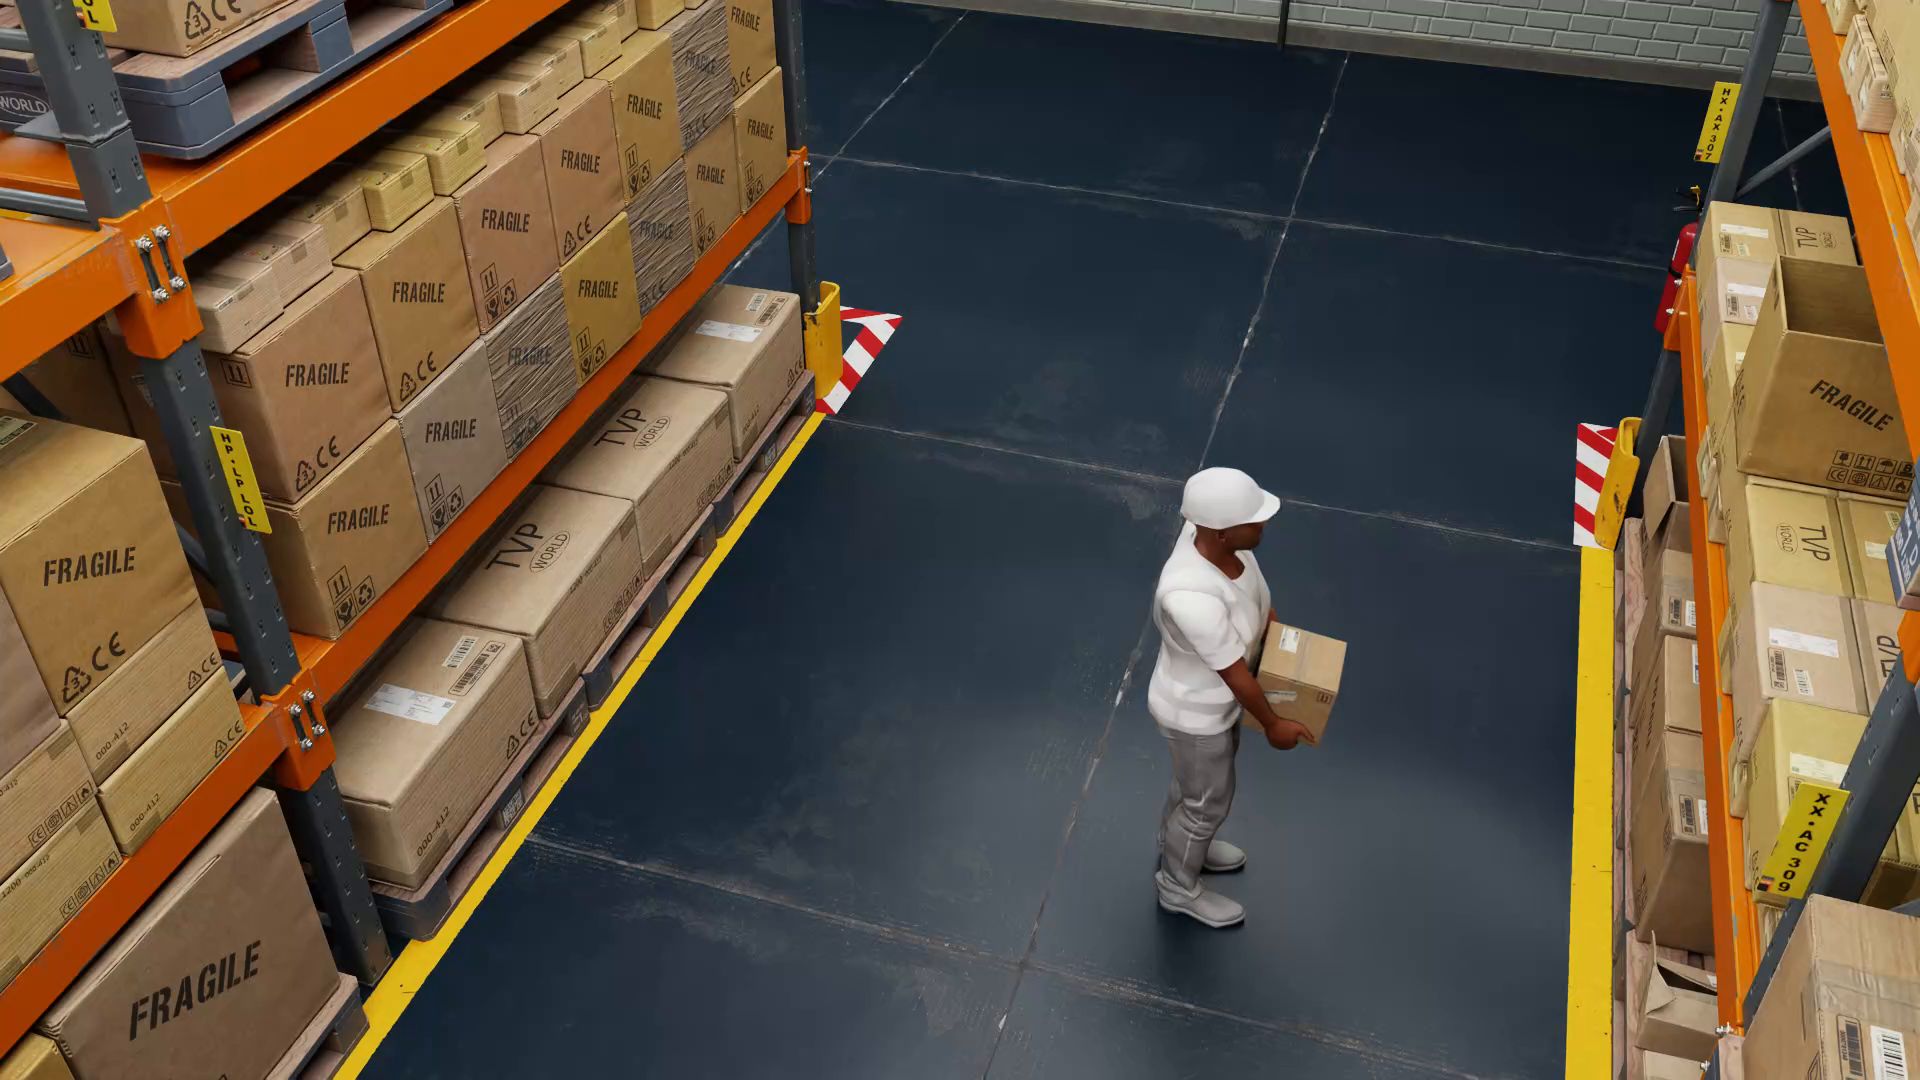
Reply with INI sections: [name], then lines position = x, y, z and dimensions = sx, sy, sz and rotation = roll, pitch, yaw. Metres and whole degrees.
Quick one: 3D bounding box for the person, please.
[person]
position = 0.899, 0.526, 5.429
dimensions = 0.557, 1.763, 0.505
rotation = 10, 38, 14
